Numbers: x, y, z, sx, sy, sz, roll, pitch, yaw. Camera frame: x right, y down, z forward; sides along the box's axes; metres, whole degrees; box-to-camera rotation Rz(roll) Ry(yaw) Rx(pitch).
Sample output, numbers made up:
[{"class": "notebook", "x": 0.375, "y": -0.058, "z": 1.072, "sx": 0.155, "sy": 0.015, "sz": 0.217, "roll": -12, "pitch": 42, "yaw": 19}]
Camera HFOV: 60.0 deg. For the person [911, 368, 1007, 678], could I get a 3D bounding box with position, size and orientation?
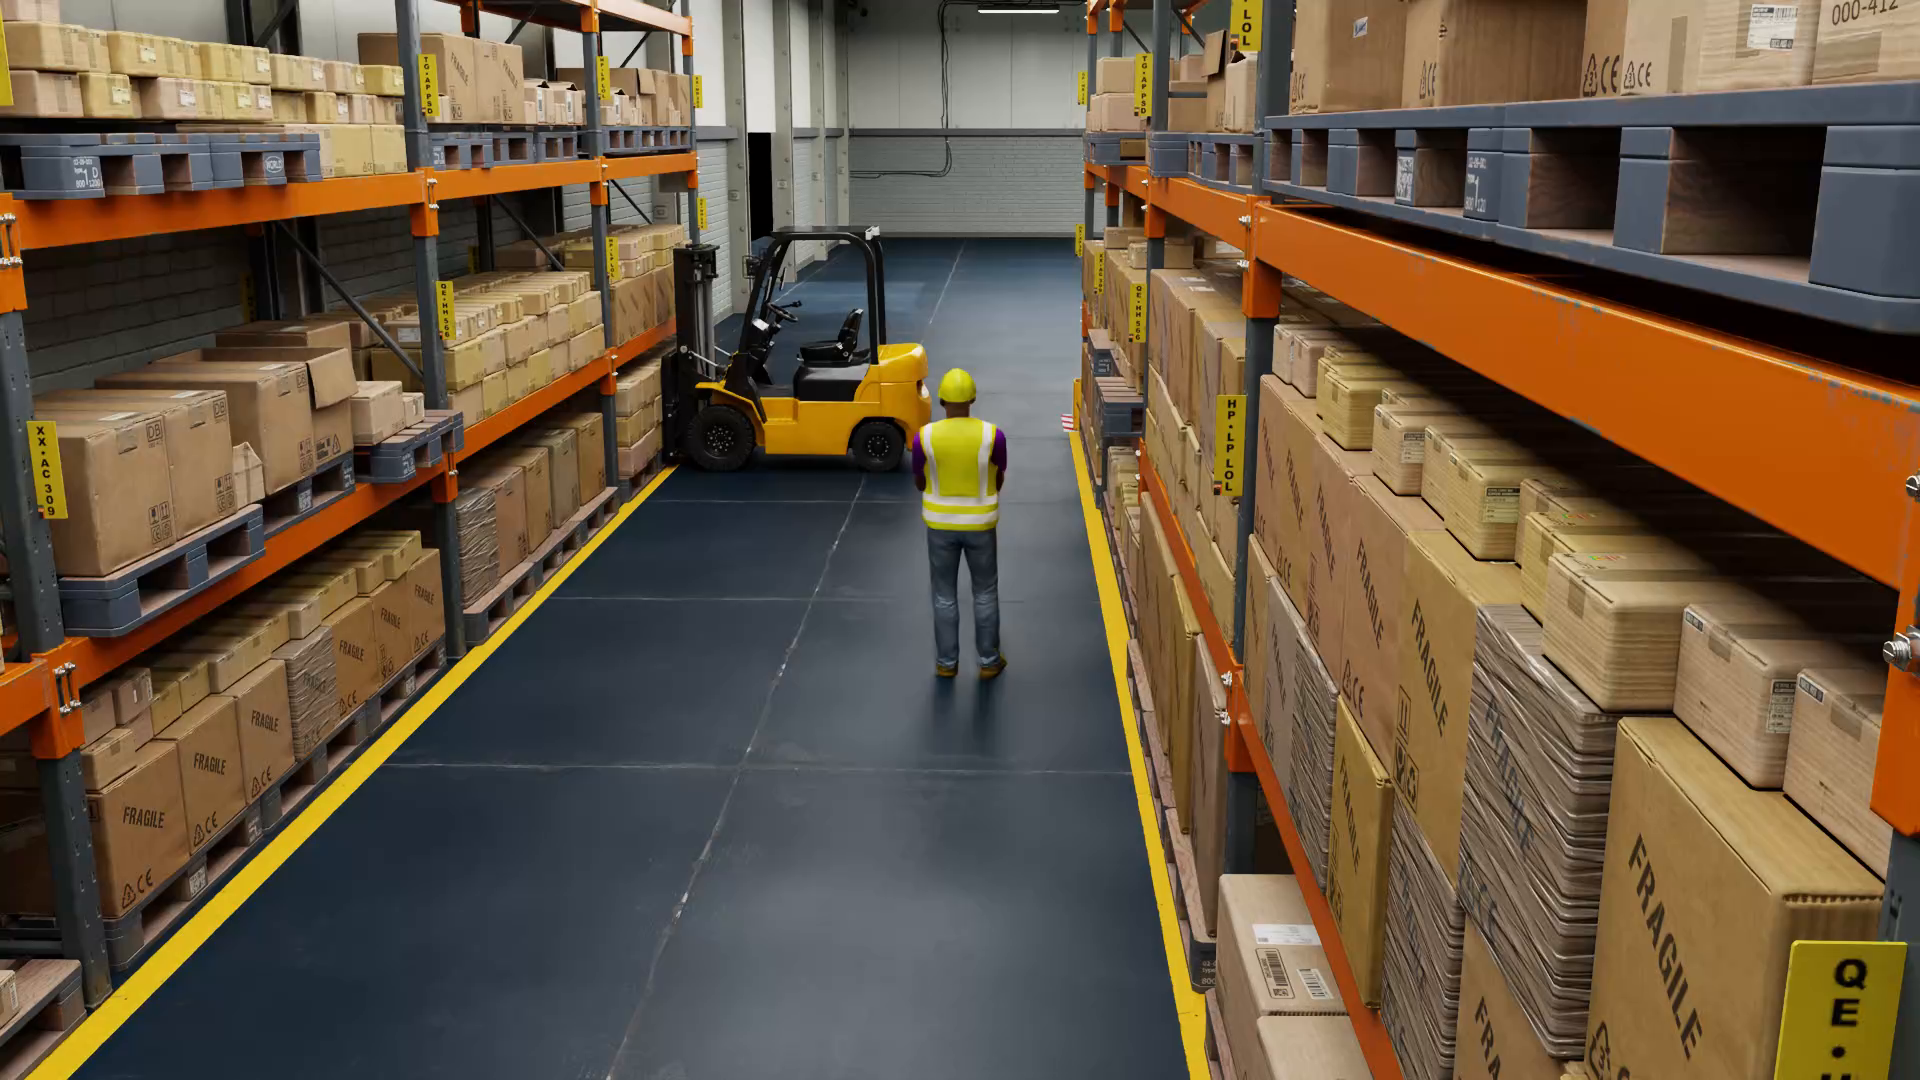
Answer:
[{"class": "person", "x": 0.002, "y": -0.107, "z": 9.374, "sx": 0.538, "sy": 1.772, "sz": 0.560, "roll": 0, "pitch": 14, "yaw": 1}]
